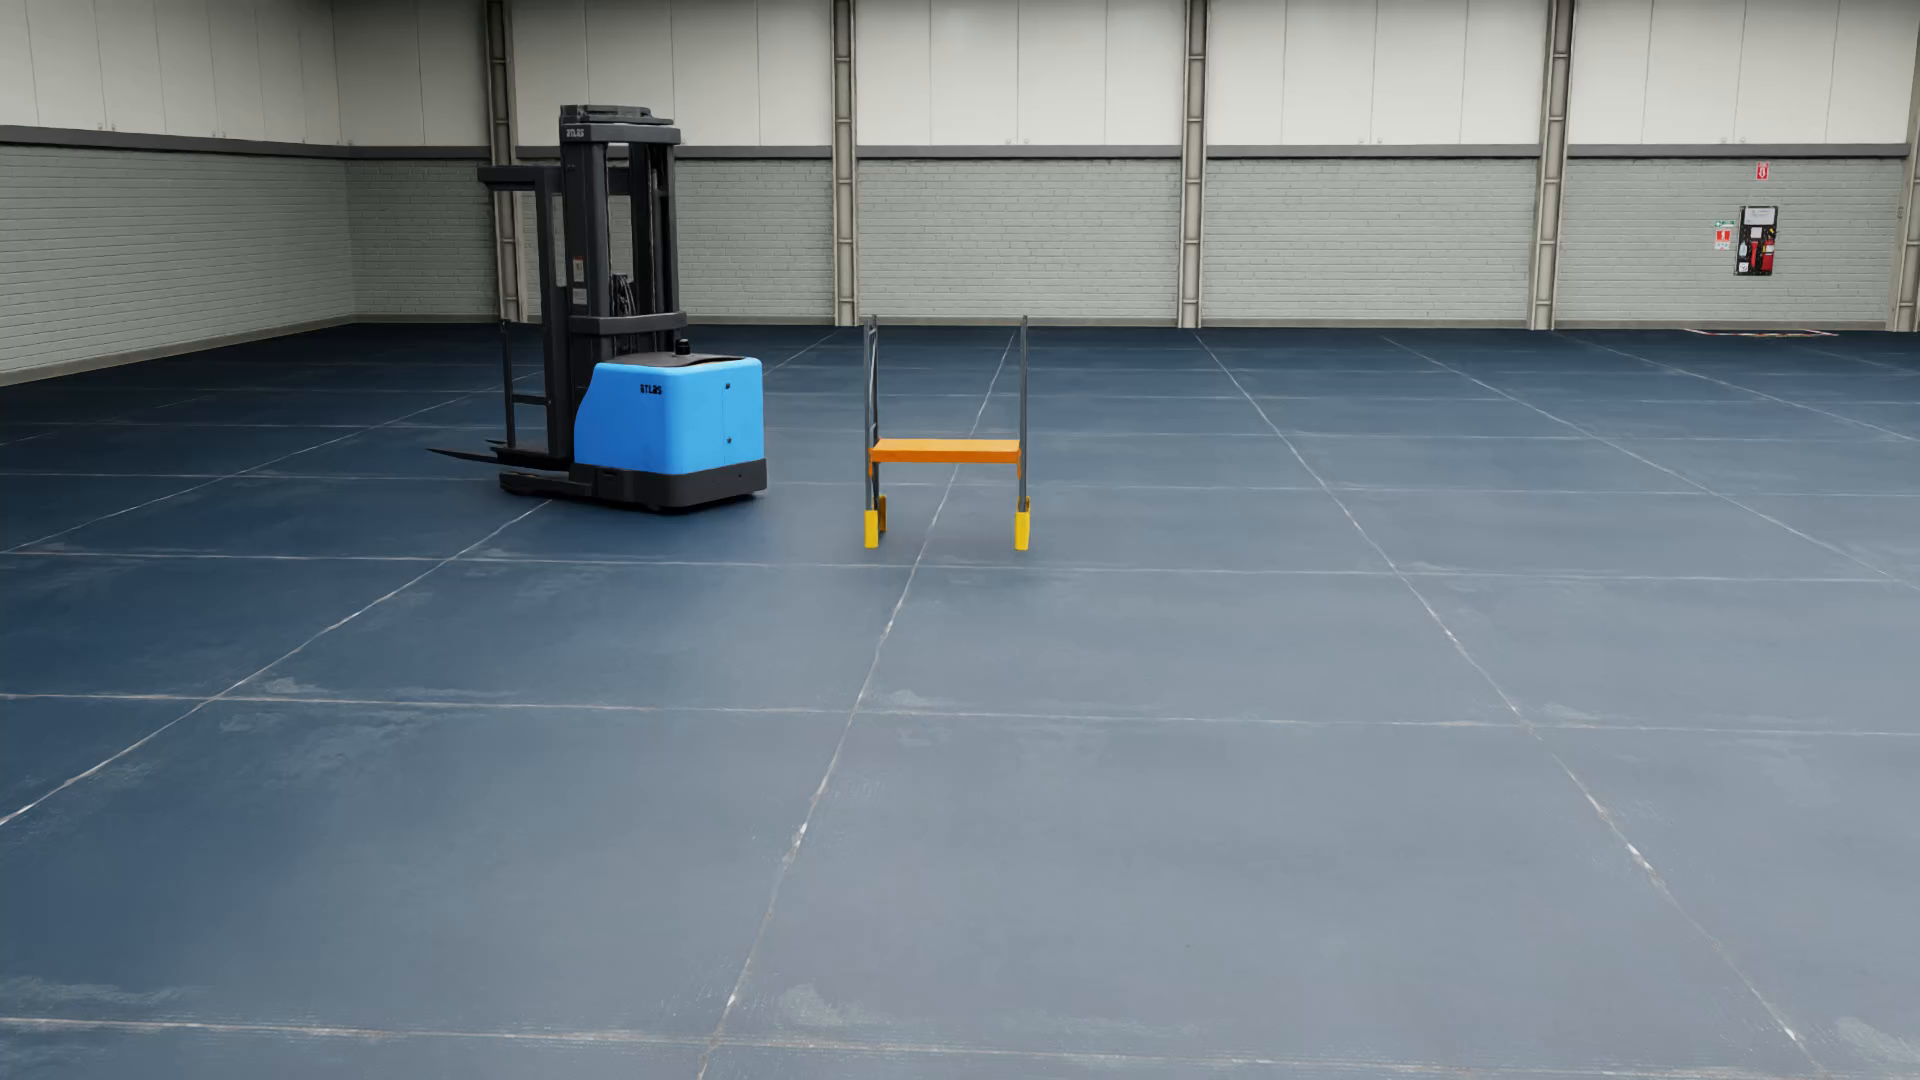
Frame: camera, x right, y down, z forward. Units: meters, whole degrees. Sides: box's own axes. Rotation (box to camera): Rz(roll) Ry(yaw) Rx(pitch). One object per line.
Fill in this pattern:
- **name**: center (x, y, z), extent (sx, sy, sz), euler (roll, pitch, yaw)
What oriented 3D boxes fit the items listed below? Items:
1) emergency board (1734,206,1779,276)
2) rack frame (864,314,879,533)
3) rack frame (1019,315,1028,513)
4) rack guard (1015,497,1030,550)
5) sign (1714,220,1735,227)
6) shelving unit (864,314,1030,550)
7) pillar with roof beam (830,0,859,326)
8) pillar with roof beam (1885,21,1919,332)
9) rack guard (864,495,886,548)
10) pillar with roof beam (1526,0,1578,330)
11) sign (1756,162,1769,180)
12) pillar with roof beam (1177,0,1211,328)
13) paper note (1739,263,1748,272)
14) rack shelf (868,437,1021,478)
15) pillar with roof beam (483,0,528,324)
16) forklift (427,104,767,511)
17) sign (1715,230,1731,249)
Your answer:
- **emergency board**: center (13.503, -5.056, 28.115), extent (0.643, 1.169, 0.194), euler (1, 12, 4)
- **rack frame**: center (-0.592, -0.742, 11.153), extent (0.032, 1.500, 0.500), euler (1, 12, 4)
- **rack frame**: center (0.422, -0.728, 11.087), extent (0.032, 1.500, 0.500), euler (1, 12, 4)
- **rack guard**: center (0.421, -0.117, 11.215), extent (0.087, 0.250, 0.587), euler (1, 12, 4)
- **sign**: center (12.962, -5.360, 28.185), extent (0.331, 0.109, 0.001), euler (1, 12, 4)
- **shelving unit**: center (-0.076, -0.735, 11.119), extent (1.083, 1.500, 0.587), euler (1, 12, 4)
- **pillar with roof beam**: center (-2.281, -7.318, 24.274), extent (0.400, 9.000, 9.100), euler (1, 12, 4)
- **pillar with roof beam**: center (15.679, -7.072, 23.097), extent (0.400, 9.000, 9.100), euler (1, 12, 4)
- **rack guard**: center (-0.573, -0.130, 11.280), extent (0.087, 0.250, 0.587), euler (1, 12, 4)
- **pillar with roof beam**: center (9.692, -7.154, 23.490), extent (0.400, 9.000, 9.100), euler (1, 12, 4)
- **sign**: center (13.502, -6.212, 27.975), extent (0.199, 0.298, 0.001), euler (1, 12, 4)
- **pillar with roof beam**: center (3.705, -7.236, 23.882), extent (0.400, 9.000, 9.100), euler (1, 12, 4)
- **paper note**: center (13.331, -4.642, 28.284), extent (0.142, 0.148, 0.016), euler (1, 12, 4)
- **rack shelf**: center (-0.085, -0.559, 11.157), extent (1.000, 0.185, 0.538), euler (1, 12, 4)
- **pillar with roof beam**: center (-8.268, -7.400, 24.667), extent (0.400, 9.000, 9.100), euler (1, 12, 4)
- **forklift**: center (-2.993, -1.855, 12.980), extent (3.031, 2.935, 1.130), euler (8, 14, 34)
- **sign**: center (12.958, -5.103, 28.248), extent (0.234, 0.329, 0.001), euler (1, 12, 4)
